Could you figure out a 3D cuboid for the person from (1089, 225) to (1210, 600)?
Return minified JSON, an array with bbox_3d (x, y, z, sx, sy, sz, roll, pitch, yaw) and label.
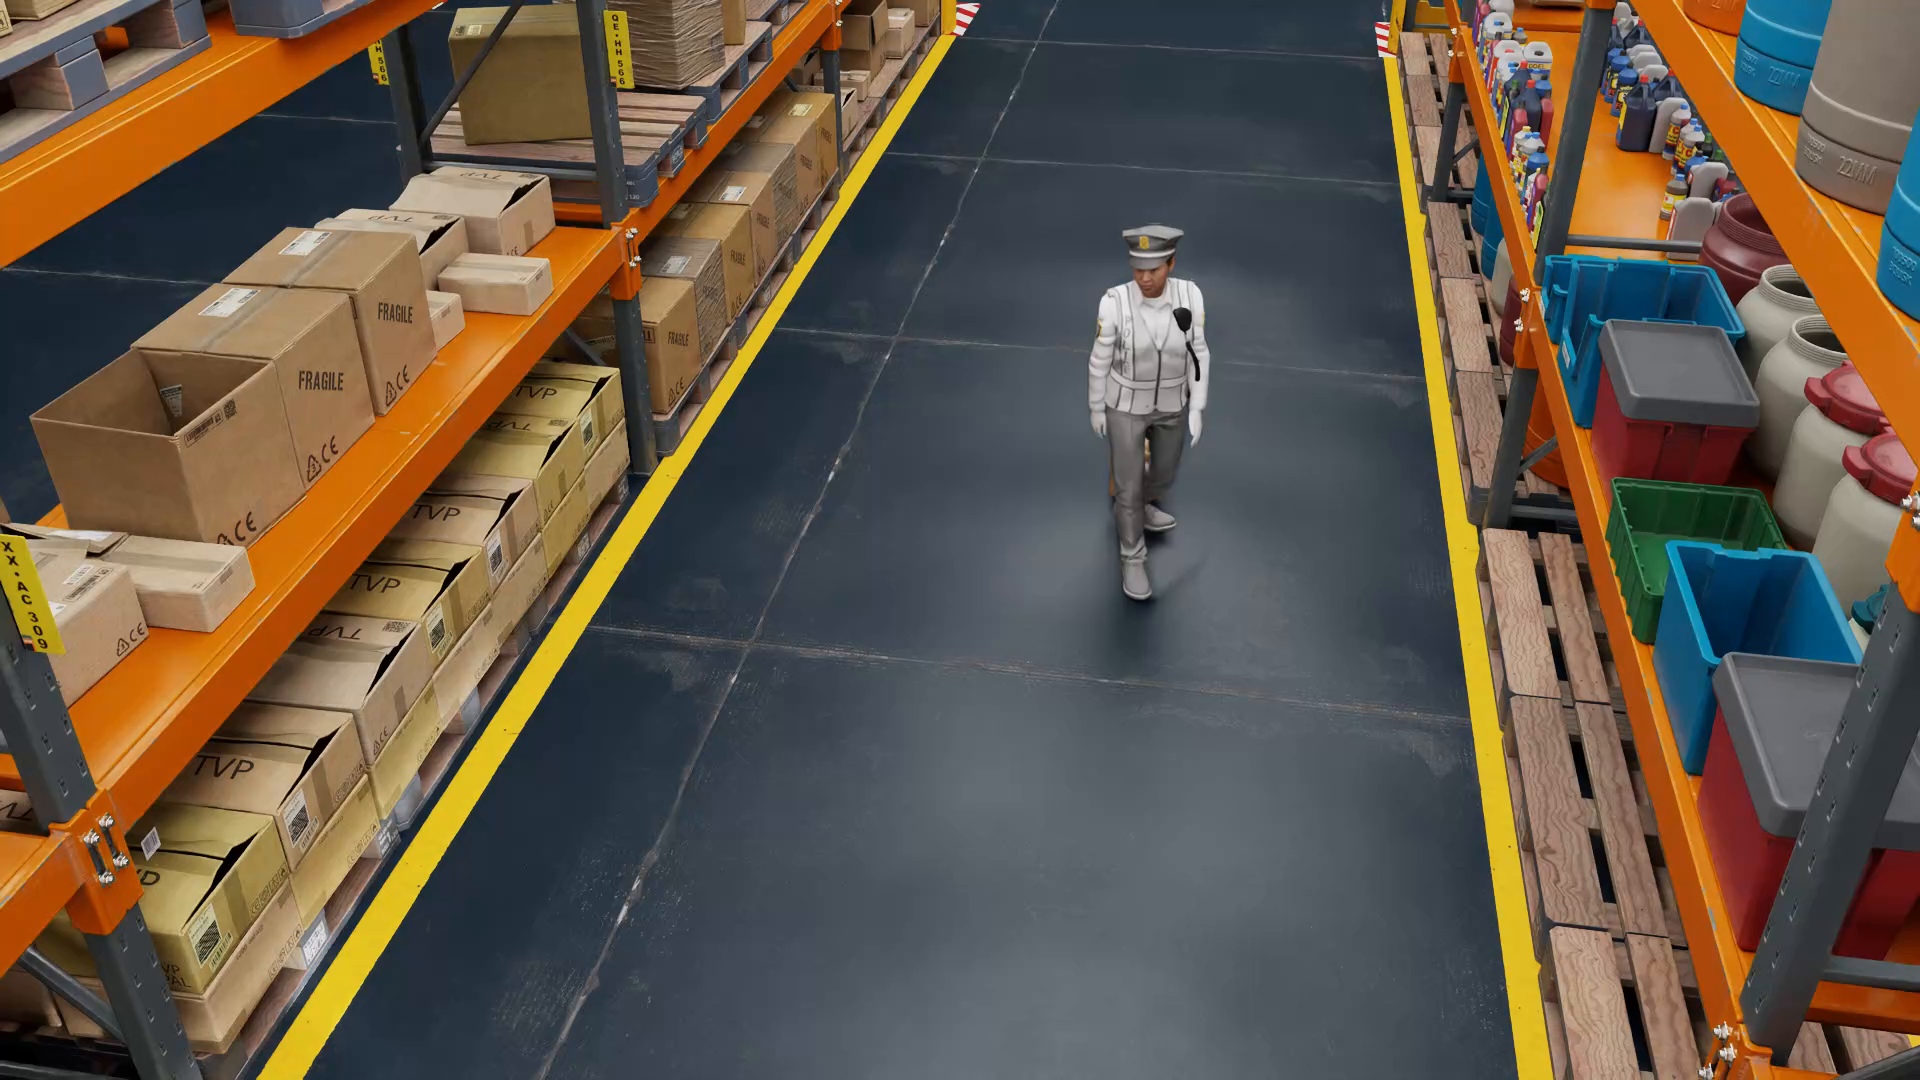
[{"bbox_3d":[0.779,-0.600,7.061,0.502,1.666,0.628,-6,33,-9],"label":"person"}]
